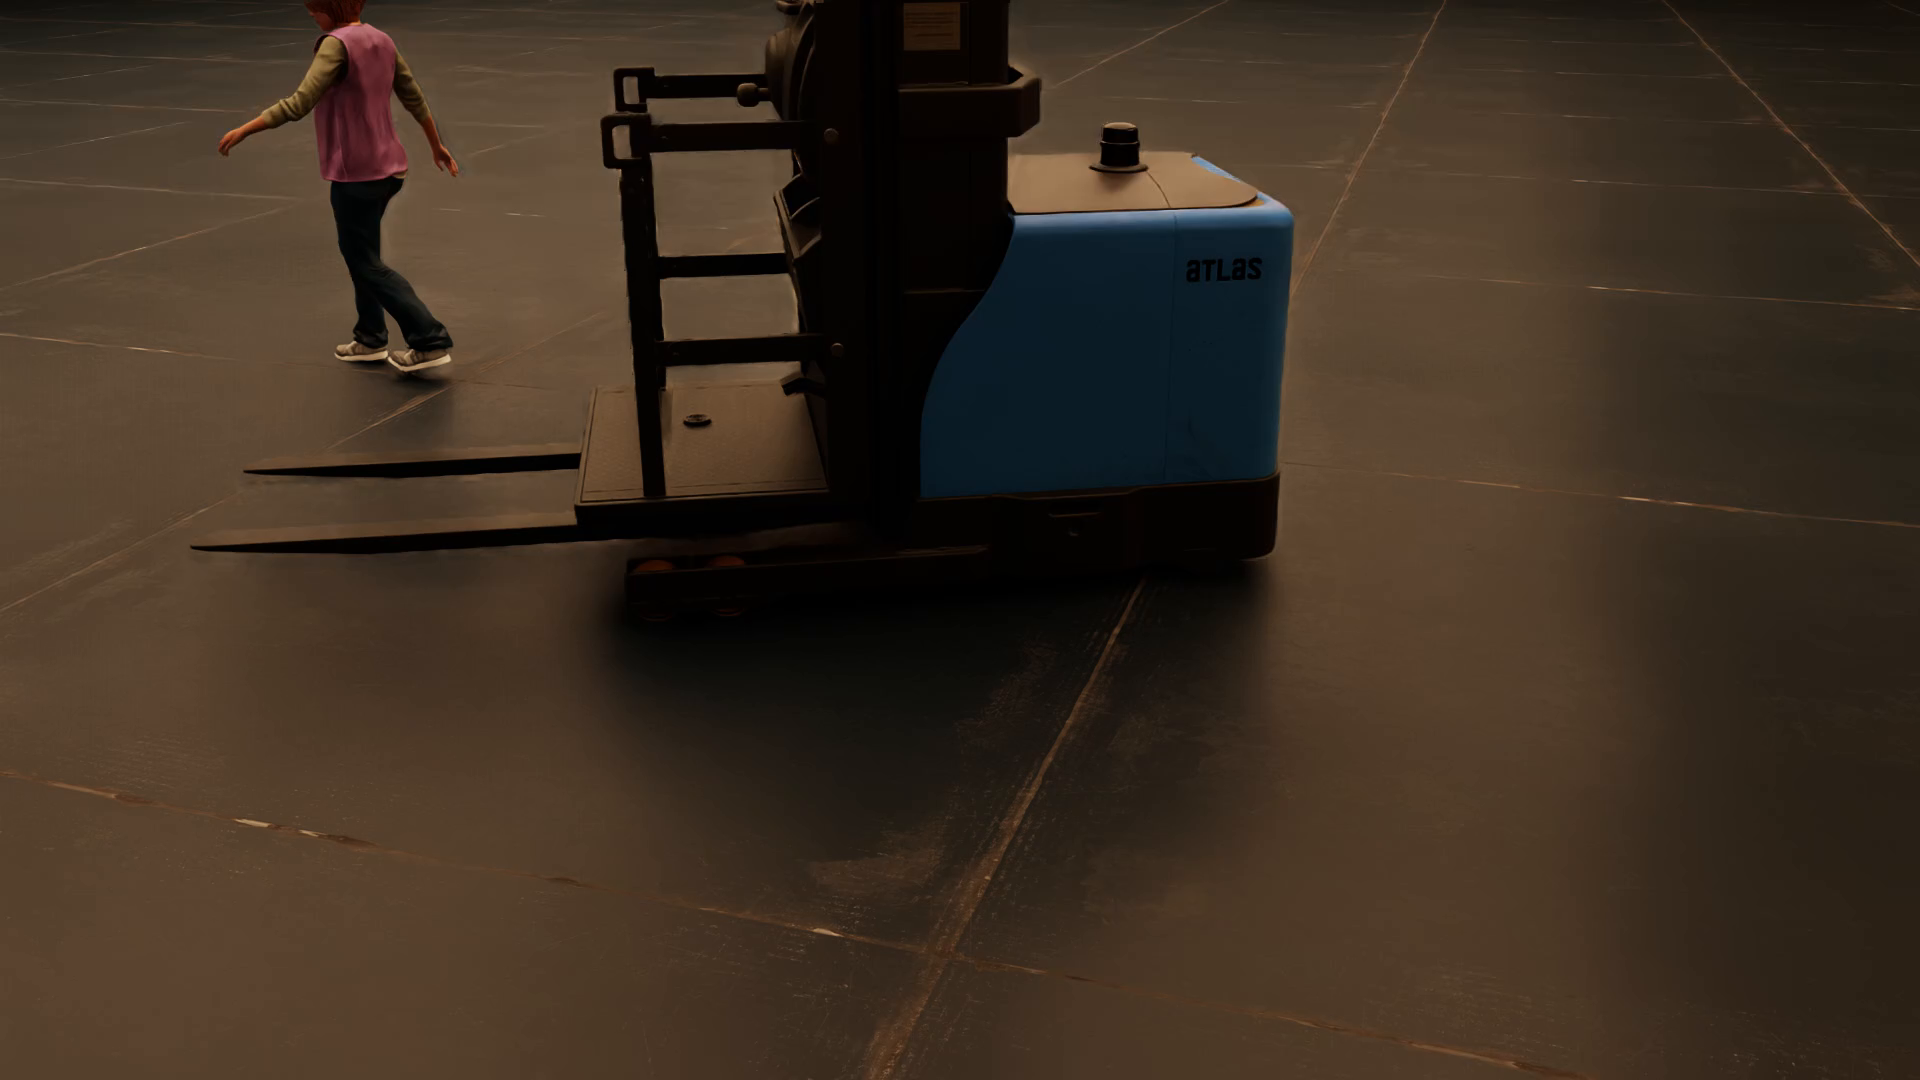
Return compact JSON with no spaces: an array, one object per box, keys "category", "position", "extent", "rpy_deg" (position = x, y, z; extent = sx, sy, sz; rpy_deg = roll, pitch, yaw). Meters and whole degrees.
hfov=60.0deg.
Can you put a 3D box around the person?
[{"category":"person","position":[-2.356,-1.433,6.557],"extent":[0.703,1.574,0.812],"rpy_deg":[5,23,12]}]

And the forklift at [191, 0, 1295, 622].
[{"category":"forklift","position":[-0.637,-1.347,4.541],"extent":[3.031,2.935,1.130],"rpy_deg":[-4,23,-8]}]
